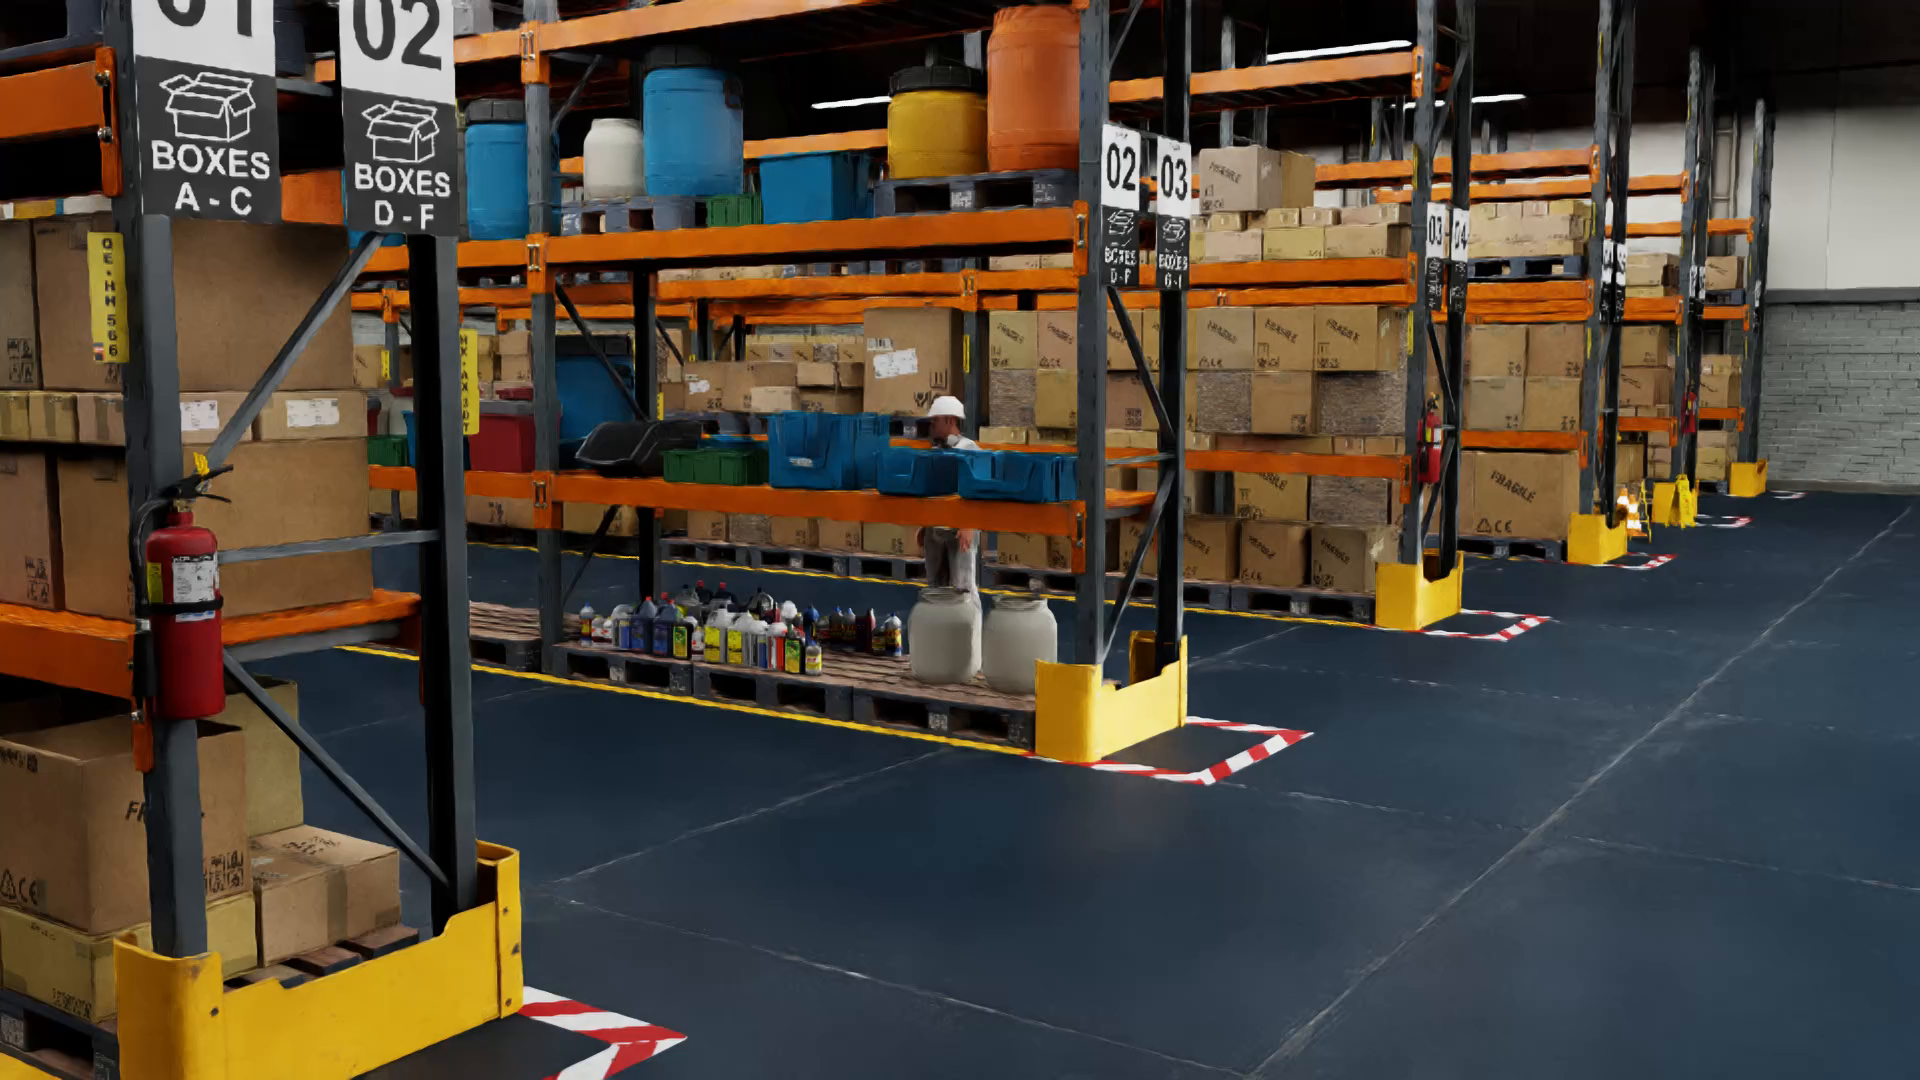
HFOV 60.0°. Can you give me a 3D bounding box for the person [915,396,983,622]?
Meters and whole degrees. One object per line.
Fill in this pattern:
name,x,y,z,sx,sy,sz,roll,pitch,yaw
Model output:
person,-0.074,-0.079,11.317,0.460,1.800,0.611,-5,8,-40
